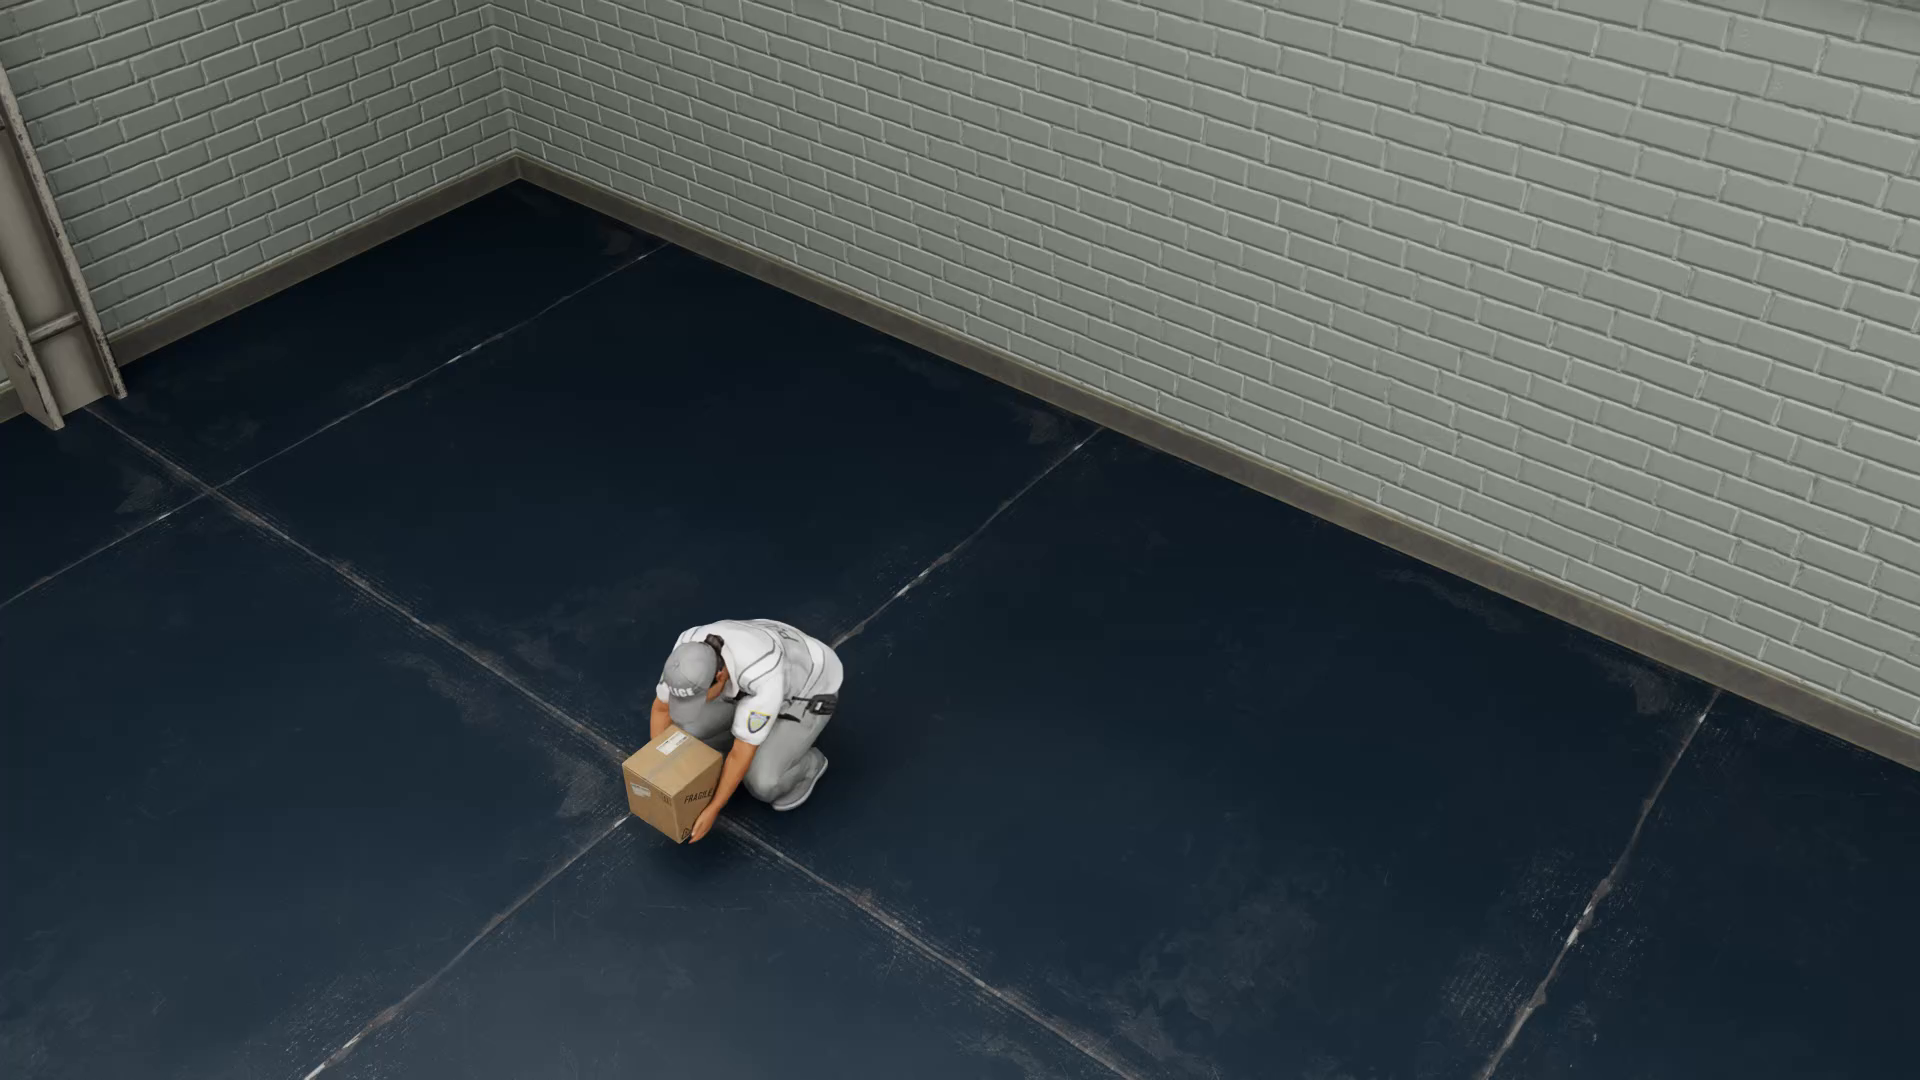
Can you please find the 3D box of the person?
[{"bbox_3d":[-0.793,0.587,6.019,0.530,0.938,0.848,26,46,28],"label":"person"}]
